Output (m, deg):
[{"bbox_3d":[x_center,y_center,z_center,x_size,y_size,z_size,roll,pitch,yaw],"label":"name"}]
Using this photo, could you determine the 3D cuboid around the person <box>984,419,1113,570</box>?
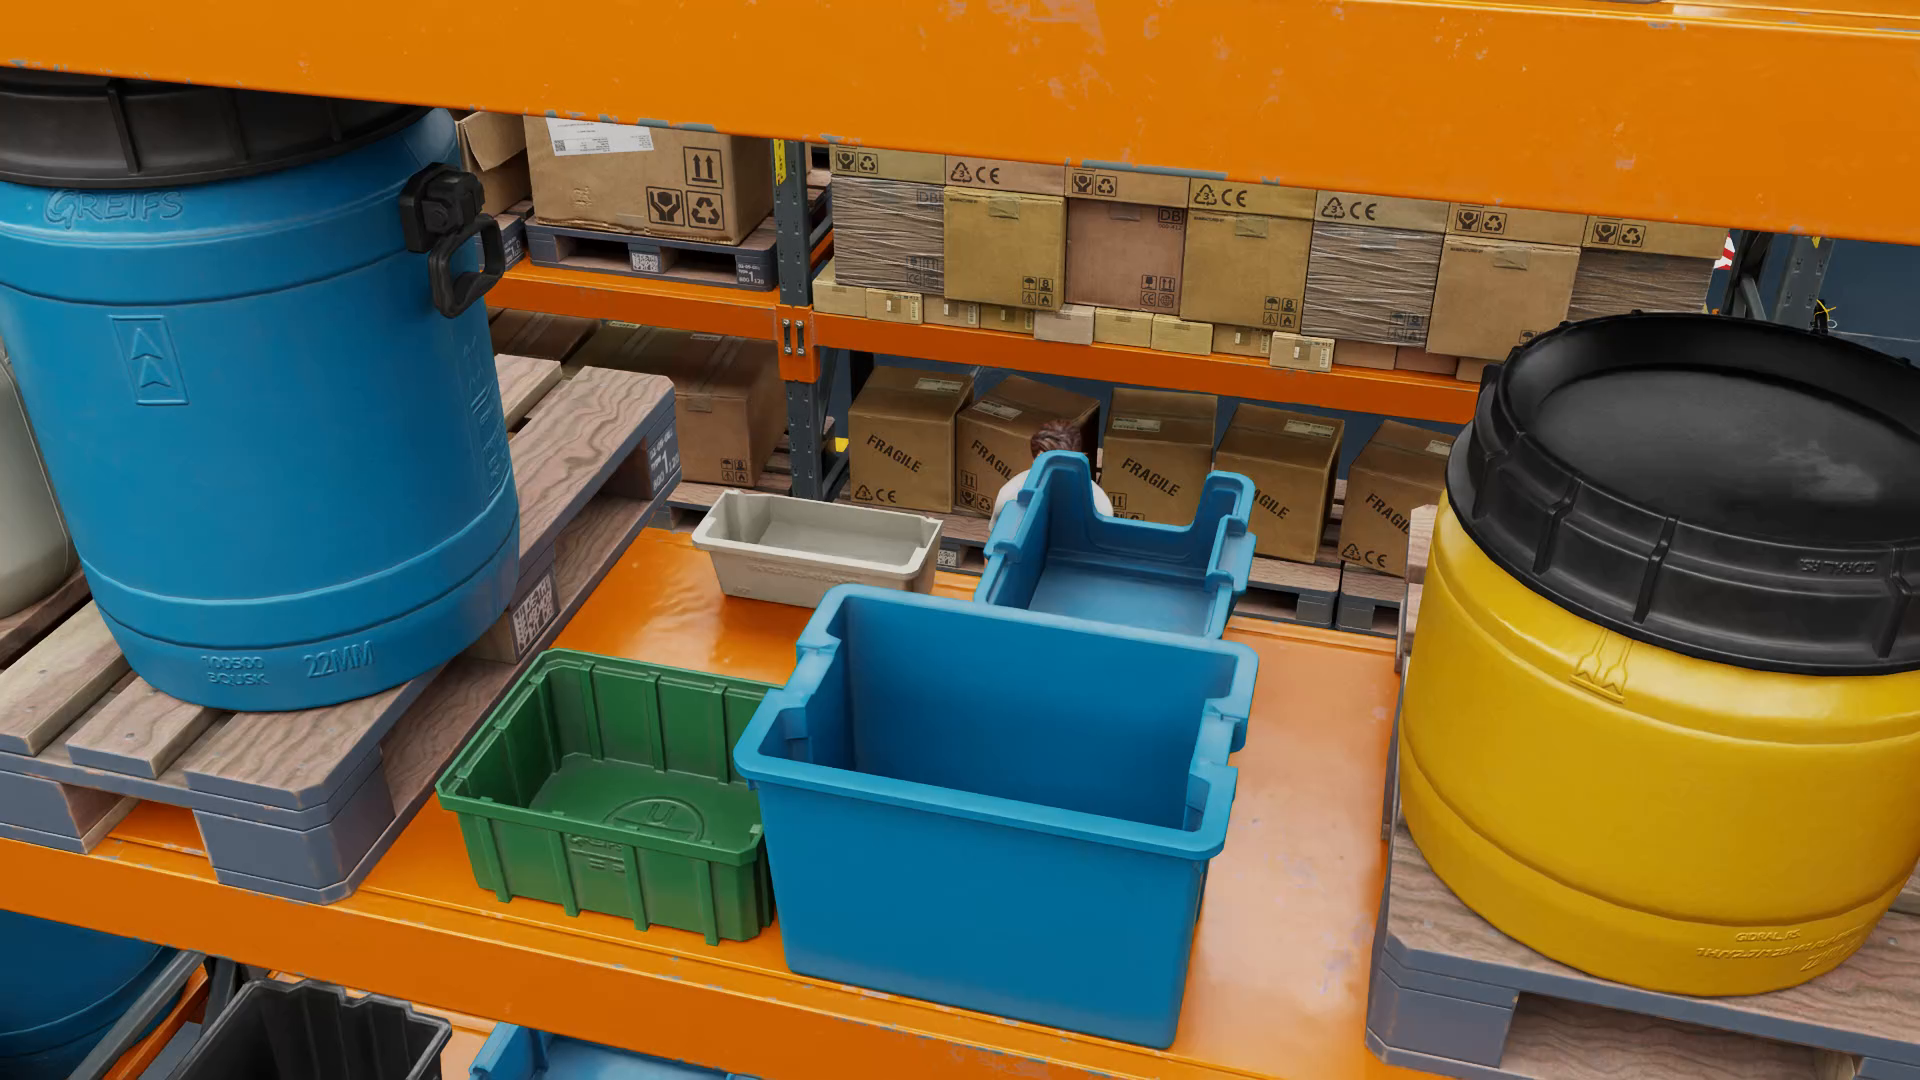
[{"bbox_3d":[0.313,0.287,6.197,0.514,1.673,0.409,6,33,10],"label":"person"}]
